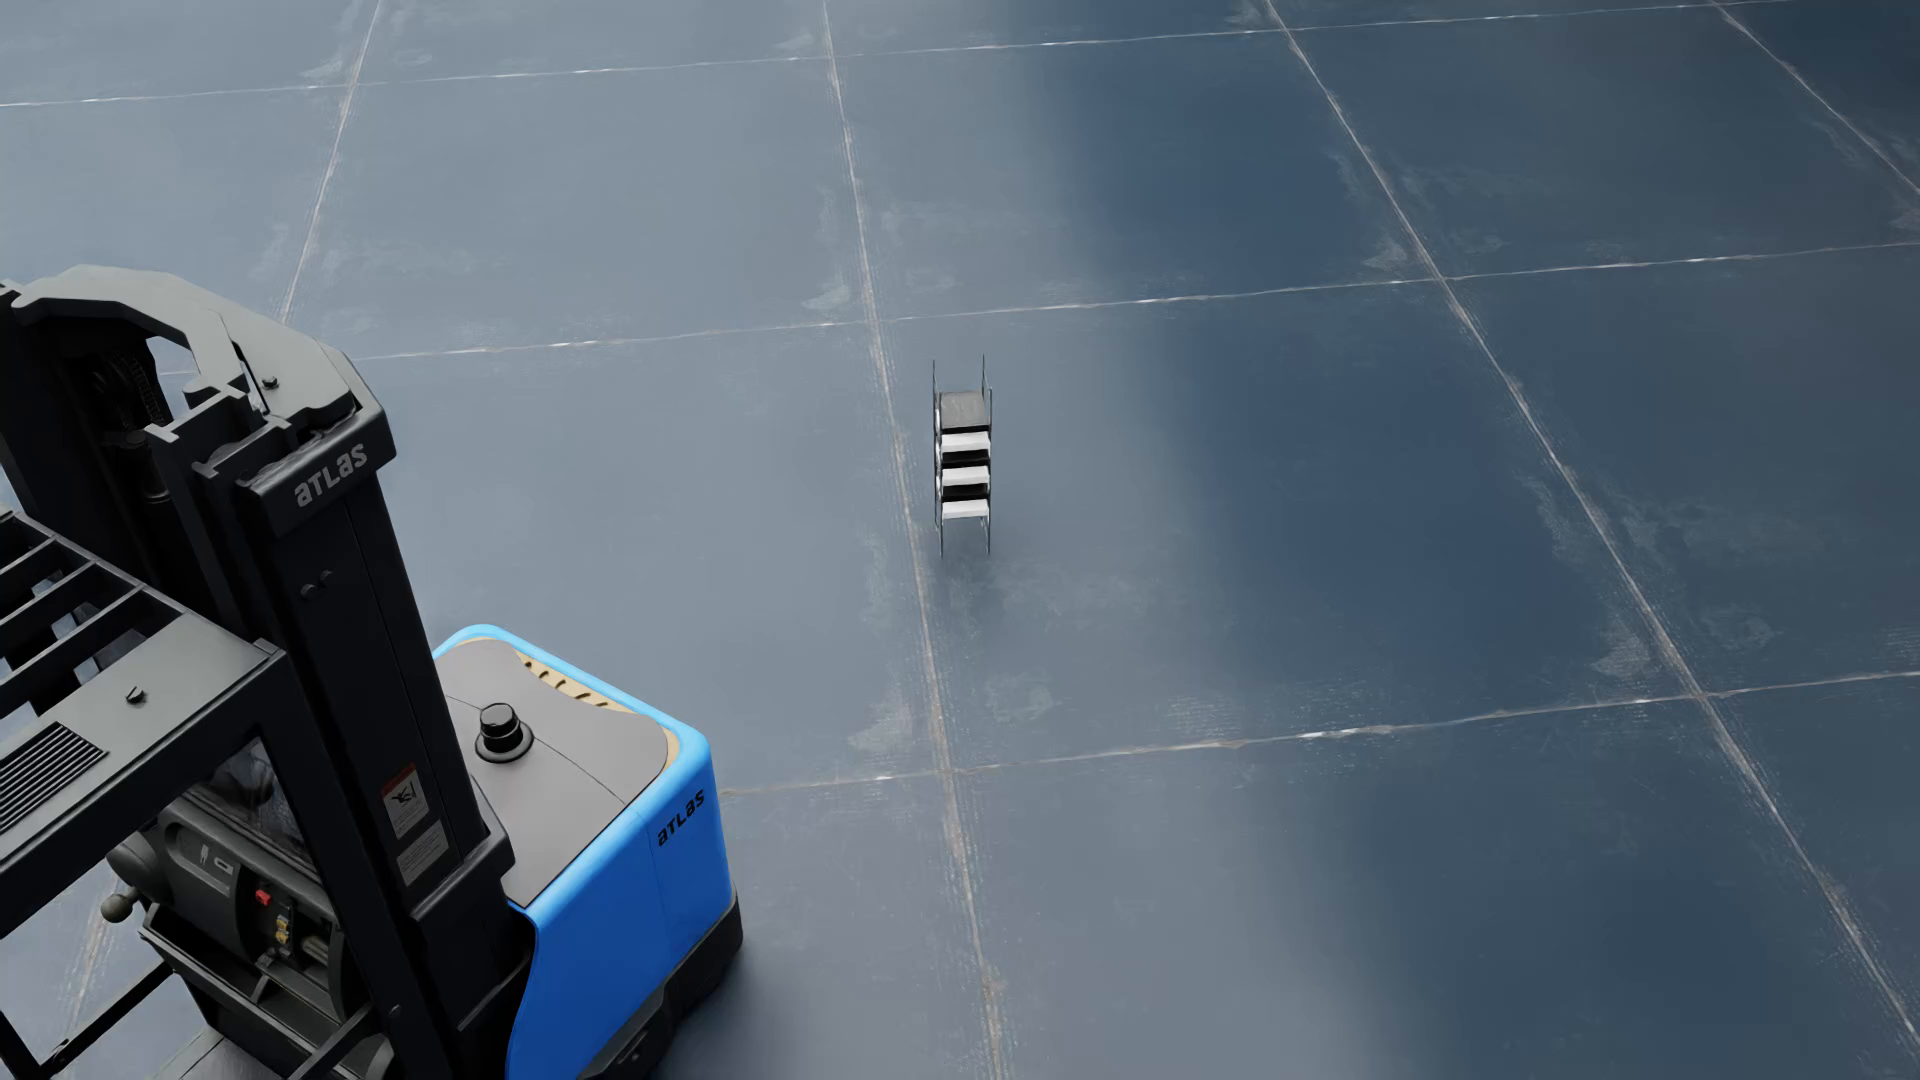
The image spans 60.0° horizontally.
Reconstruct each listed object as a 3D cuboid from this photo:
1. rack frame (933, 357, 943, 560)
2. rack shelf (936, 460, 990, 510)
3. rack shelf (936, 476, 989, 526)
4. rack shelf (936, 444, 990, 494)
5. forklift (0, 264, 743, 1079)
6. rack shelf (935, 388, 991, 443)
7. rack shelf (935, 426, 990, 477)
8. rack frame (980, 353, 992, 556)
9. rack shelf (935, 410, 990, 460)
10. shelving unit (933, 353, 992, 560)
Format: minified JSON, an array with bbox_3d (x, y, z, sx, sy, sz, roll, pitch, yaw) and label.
[{"bbox_3d":[-0.093,-0.326,6.940,0.006,0.900,0.240,-5,42,-6],"label":"rack frame"},{"bbox_3d":[0.008,-0.243,7.032,0.200,0.077,0.258,-5,42,-6],"label":"rack shelf"},{"bbox_3d":[0.008,-0.176,7.092,0.200,0.077,0.258,-5,42,-6],"label":"rack shelf"},{"bbox_3d":[0.008,-0.310,6.972,0.200,0.077,0.258,-5,42,-6],"label":"rack shelf"},{"bbox_3d":[-1.952,0.962,3.995,1.130,2.935,3.031,23,47,24],"label":"forklift"},{"bbox_3d":[0.008,-0.511,6.791,0.200,0.077,0.258,-5,42,-6],"label":"rack shelf"},{"bbox_3d":[0.008,-0.377,6.911,0.200,0.077,0.258,-5,42,-6],"label":"rack shelf"},{"bbox_3d":[0.109,-0.344,6.959,0.006,0.900,0.240,-5,42,-6],"label":"rack frame"},{"bbox_3d":[0.008,-0.444,6.851,0.200,0.077,0.258,-5,42,-6],"label":"rack shelf"},{"bbox_3d":[0.008,-0.335,6.949,0.210,0.900,0.258,-5,42,-6],"label":"shelving unit"}]
